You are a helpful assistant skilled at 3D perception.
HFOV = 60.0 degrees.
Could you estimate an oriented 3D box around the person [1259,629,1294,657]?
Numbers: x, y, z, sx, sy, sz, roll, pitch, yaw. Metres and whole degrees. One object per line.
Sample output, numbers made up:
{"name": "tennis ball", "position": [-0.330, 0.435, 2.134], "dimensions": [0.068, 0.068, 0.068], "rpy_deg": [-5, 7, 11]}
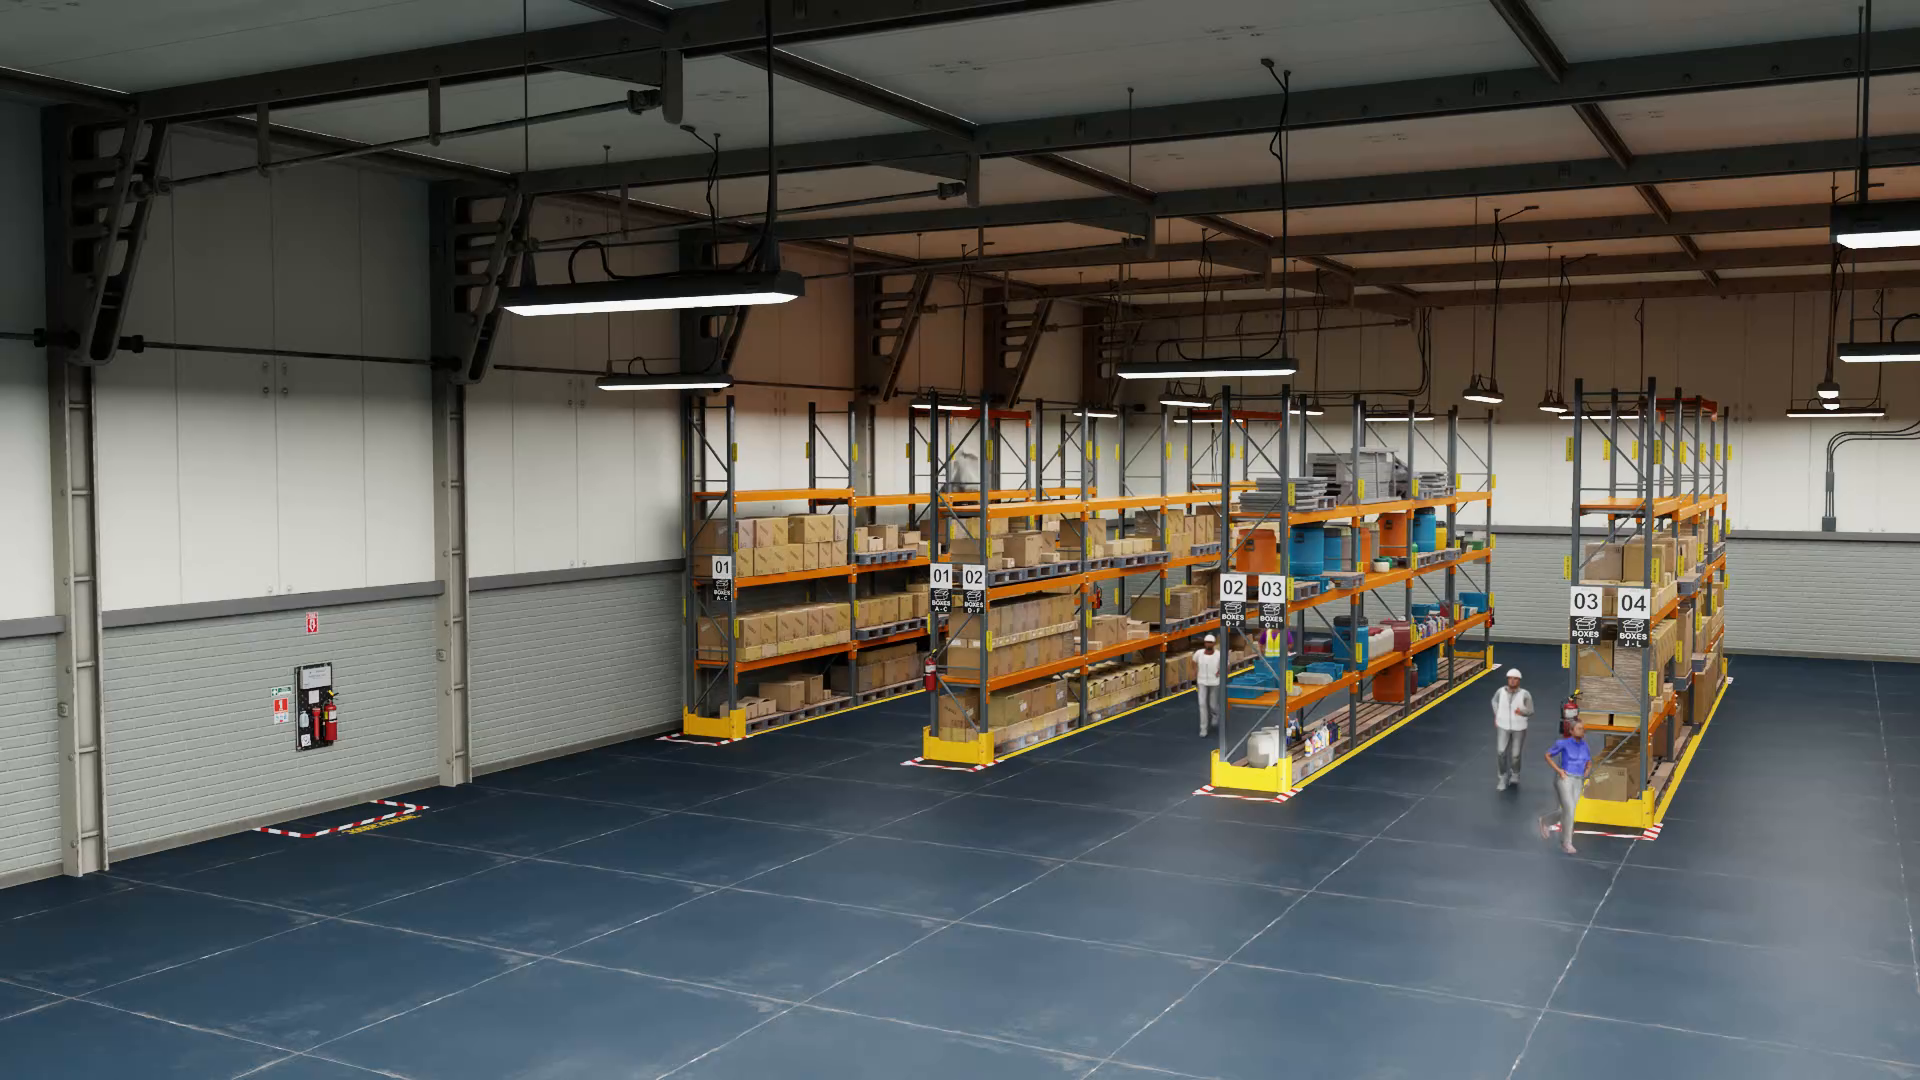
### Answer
{"name": "person", "position": [6.368, 2.375, 33.586], "dimensions": [0.697, 1.717, 0.609], "rpy_deg": [1, 3, 21]}

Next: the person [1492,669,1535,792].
{"name": "person", "position": [8.210, 2.824, 24.728], "dimensions": [0.638, 1.833, 0.777], "rpy_deg": [1, 3, 23]}

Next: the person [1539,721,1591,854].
{"name": "person", "position": [7.737, 3.105, 21.130], "dimensions": [0.617, 1.640, 0.763], "rpy_deg": [-1, 3, -17]}

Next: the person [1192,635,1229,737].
{"name": "person", "position": [4.429, 2.563, 29.551], "dimensions": [0.700, 1.773, 0.968], "rpy_deg": [1, 3, 19]}
